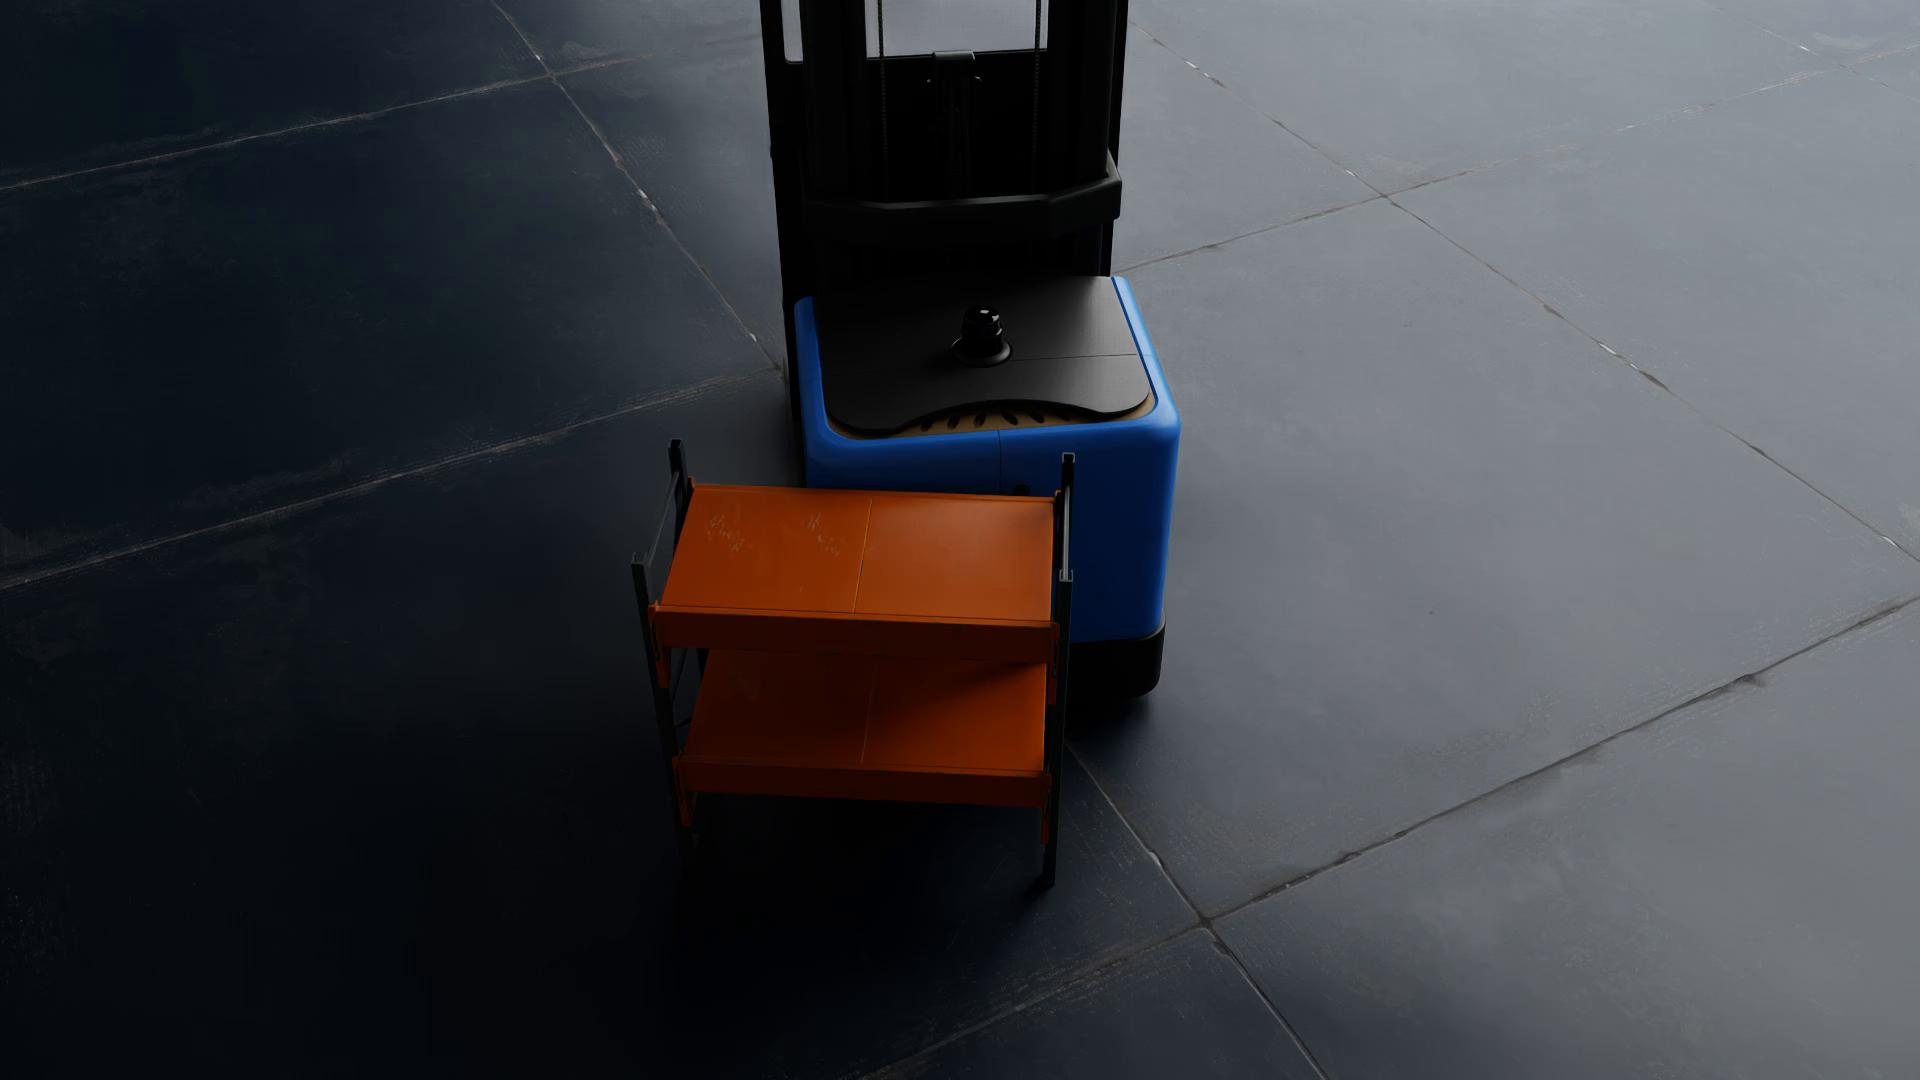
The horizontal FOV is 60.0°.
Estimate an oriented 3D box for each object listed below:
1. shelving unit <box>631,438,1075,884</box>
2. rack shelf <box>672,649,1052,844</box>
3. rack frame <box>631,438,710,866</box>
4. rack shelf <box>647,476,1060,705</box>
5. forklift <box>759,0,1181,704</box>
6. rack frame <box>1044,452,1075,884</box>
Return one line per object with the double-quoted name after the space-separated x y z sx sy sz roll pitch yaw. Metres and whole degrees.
-0.244 0.345 4.471 1.048 1.125 0.538 2 40 3 "shelving unit"
-0.244 0.532 4.629 1.000 0.278 0.538 2 40 3 "rack shelf"
-0.751 0.325 4.495 0.032 1.125 0.500 2 40 3 "rack frame"
-0.244 0.122 4.282 1.000 0.278 0.538 2 40 3 "rack shelf"
-0.077 -1.520 5.277 1.130 2.935 3.031 -5 40 -5 "forklift"
0.264 0.366 4.447 0.032 1.125 0.500 2 40 3 "rack frame"
